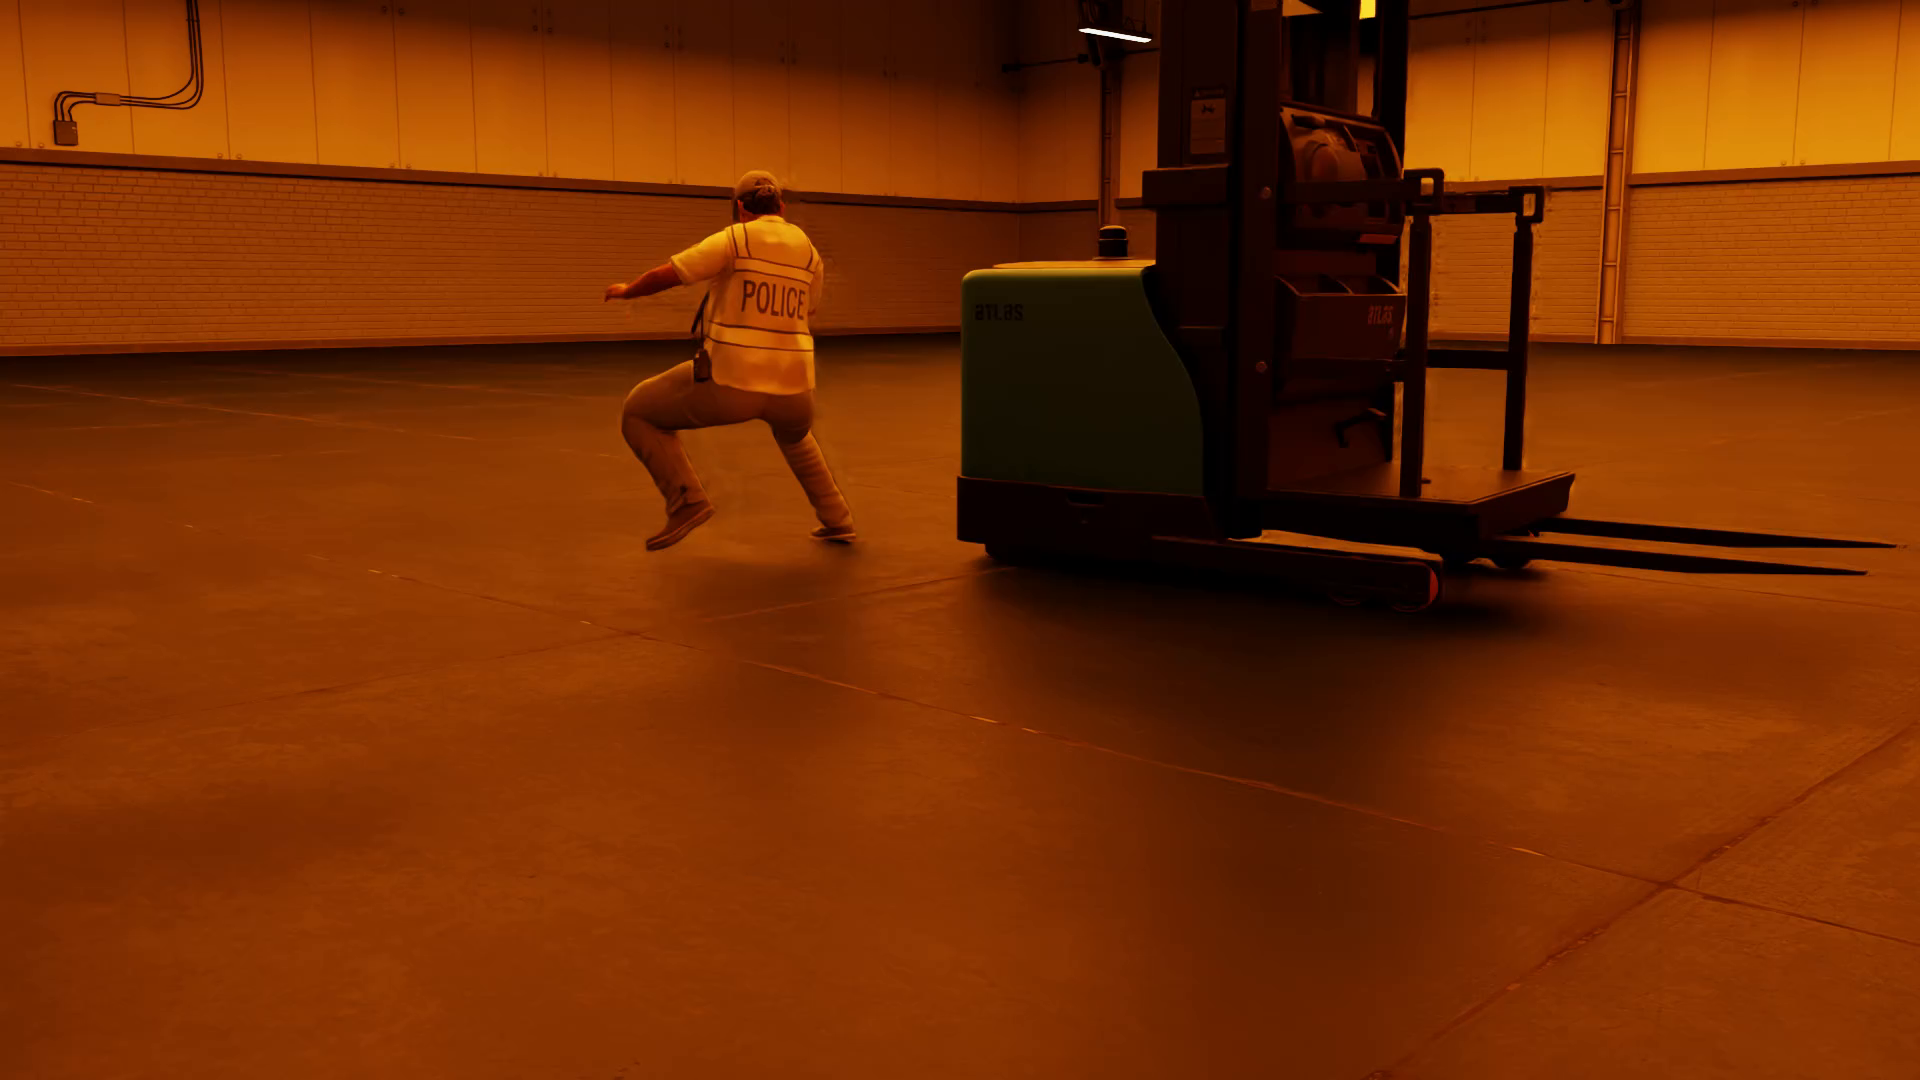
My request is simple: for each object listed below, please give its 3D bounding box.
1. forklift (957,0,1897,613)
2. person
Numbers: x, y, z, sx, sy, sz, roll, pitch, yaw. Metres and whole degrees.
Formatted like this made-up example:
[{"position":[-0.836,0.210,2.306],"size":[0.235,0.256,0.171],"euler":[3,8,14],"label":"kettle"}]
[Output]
[{"position":[1.480,-1.310,5.573],"size":[3.031,2.935,1.130],"euler":[6,11,36],"label":"forklift"},{"position":[-0.824,-0.667,6.352],"size":[0.951,1.451,0.743],"euler":[-5,10,-31],"label":"person"}]
